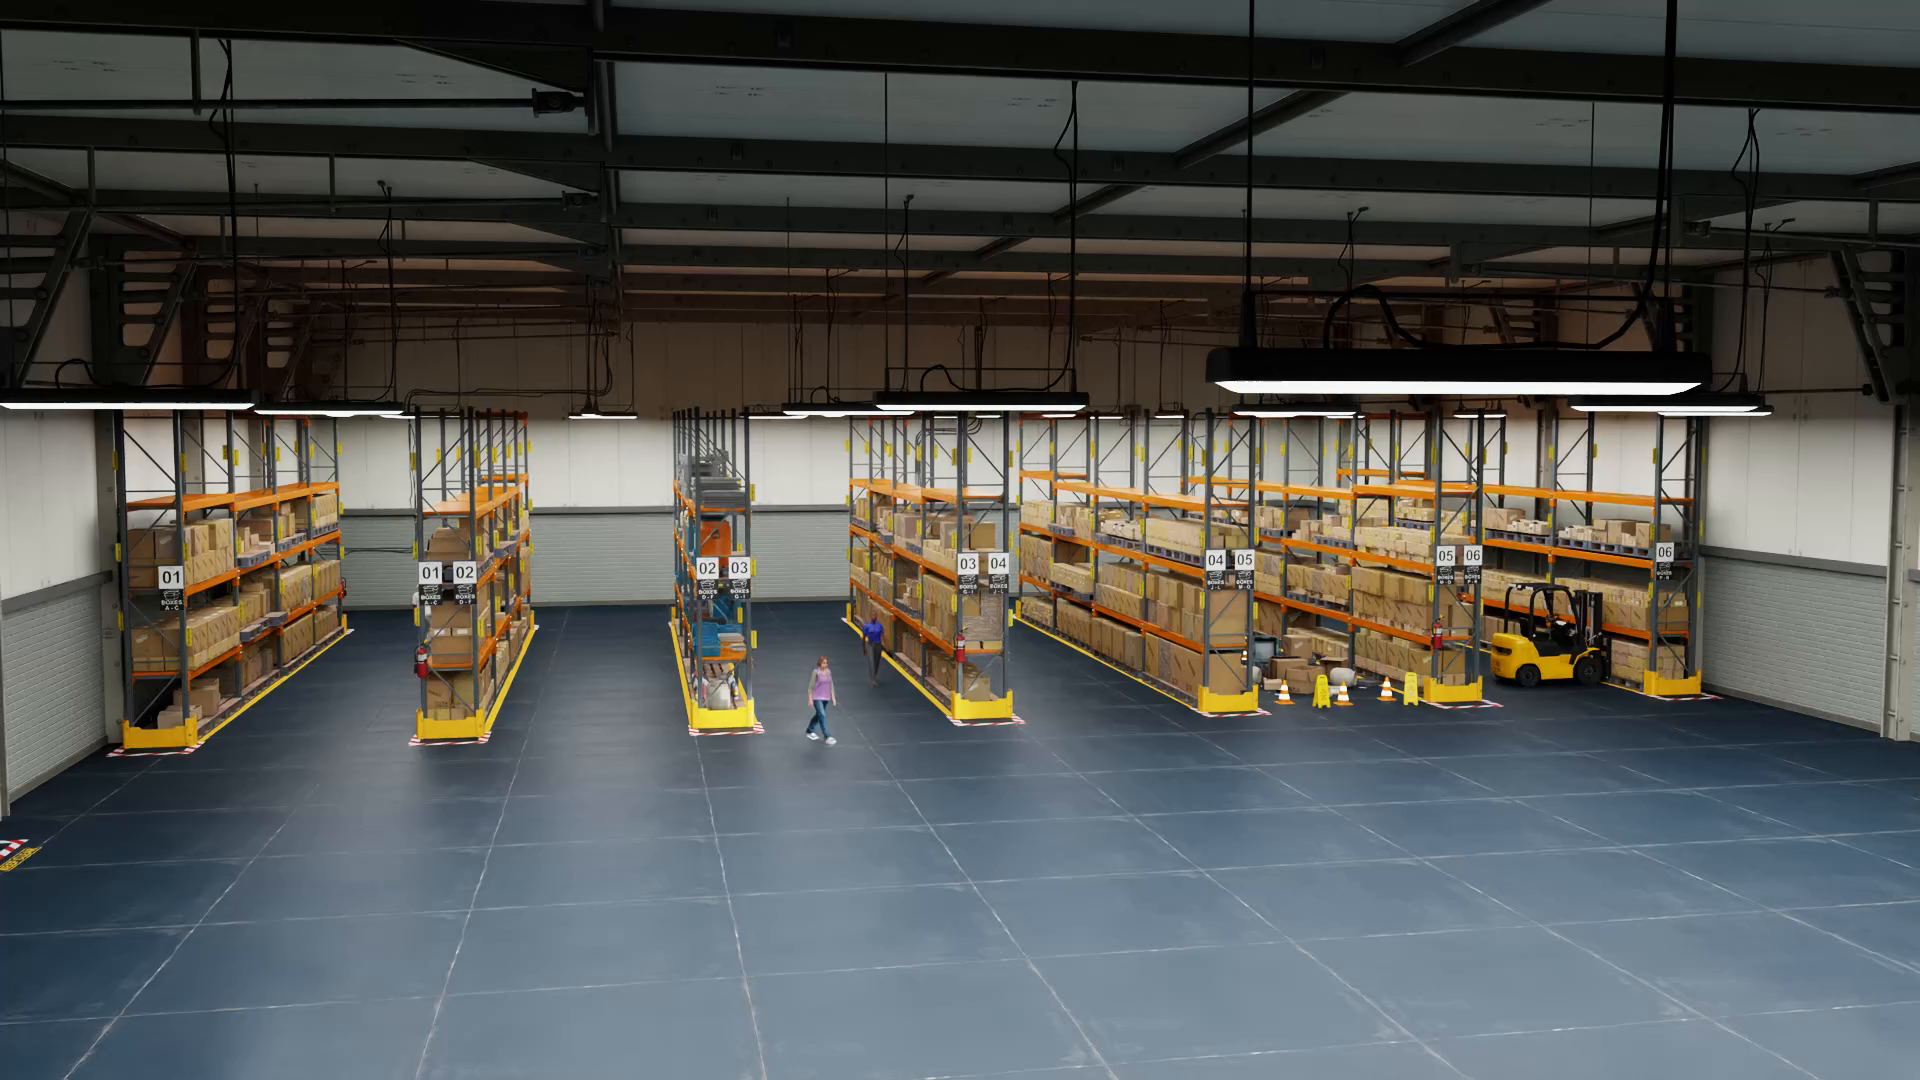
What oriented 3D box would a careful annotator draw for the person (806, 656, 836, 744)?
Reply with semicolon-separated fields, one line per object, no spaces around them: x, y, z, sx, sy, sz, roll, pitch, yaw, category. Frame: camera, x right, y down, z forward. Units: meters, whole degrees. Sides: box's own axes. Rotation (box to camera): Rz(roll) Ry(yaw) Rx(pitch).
-2.437;2.826;29.555;0.979;1.539;0.440;3;5;41;person

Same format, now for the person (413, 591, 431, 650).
-13.401;1.889;41.590;0.608;1.769;0.493;1;4;14;person

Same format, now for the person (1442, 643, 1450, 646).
11.012;2.138;38.020;0.614;1.776;0.602;-1;4;-13;person

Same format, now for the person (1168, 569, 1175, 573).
5.897;1.612;46.085;0.460;1.670;0.487;3;5;35;person

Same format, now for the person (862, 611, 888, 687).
-1.858;2.336;36.182;0.519;1.589;1.033;-1;4;-13;person
